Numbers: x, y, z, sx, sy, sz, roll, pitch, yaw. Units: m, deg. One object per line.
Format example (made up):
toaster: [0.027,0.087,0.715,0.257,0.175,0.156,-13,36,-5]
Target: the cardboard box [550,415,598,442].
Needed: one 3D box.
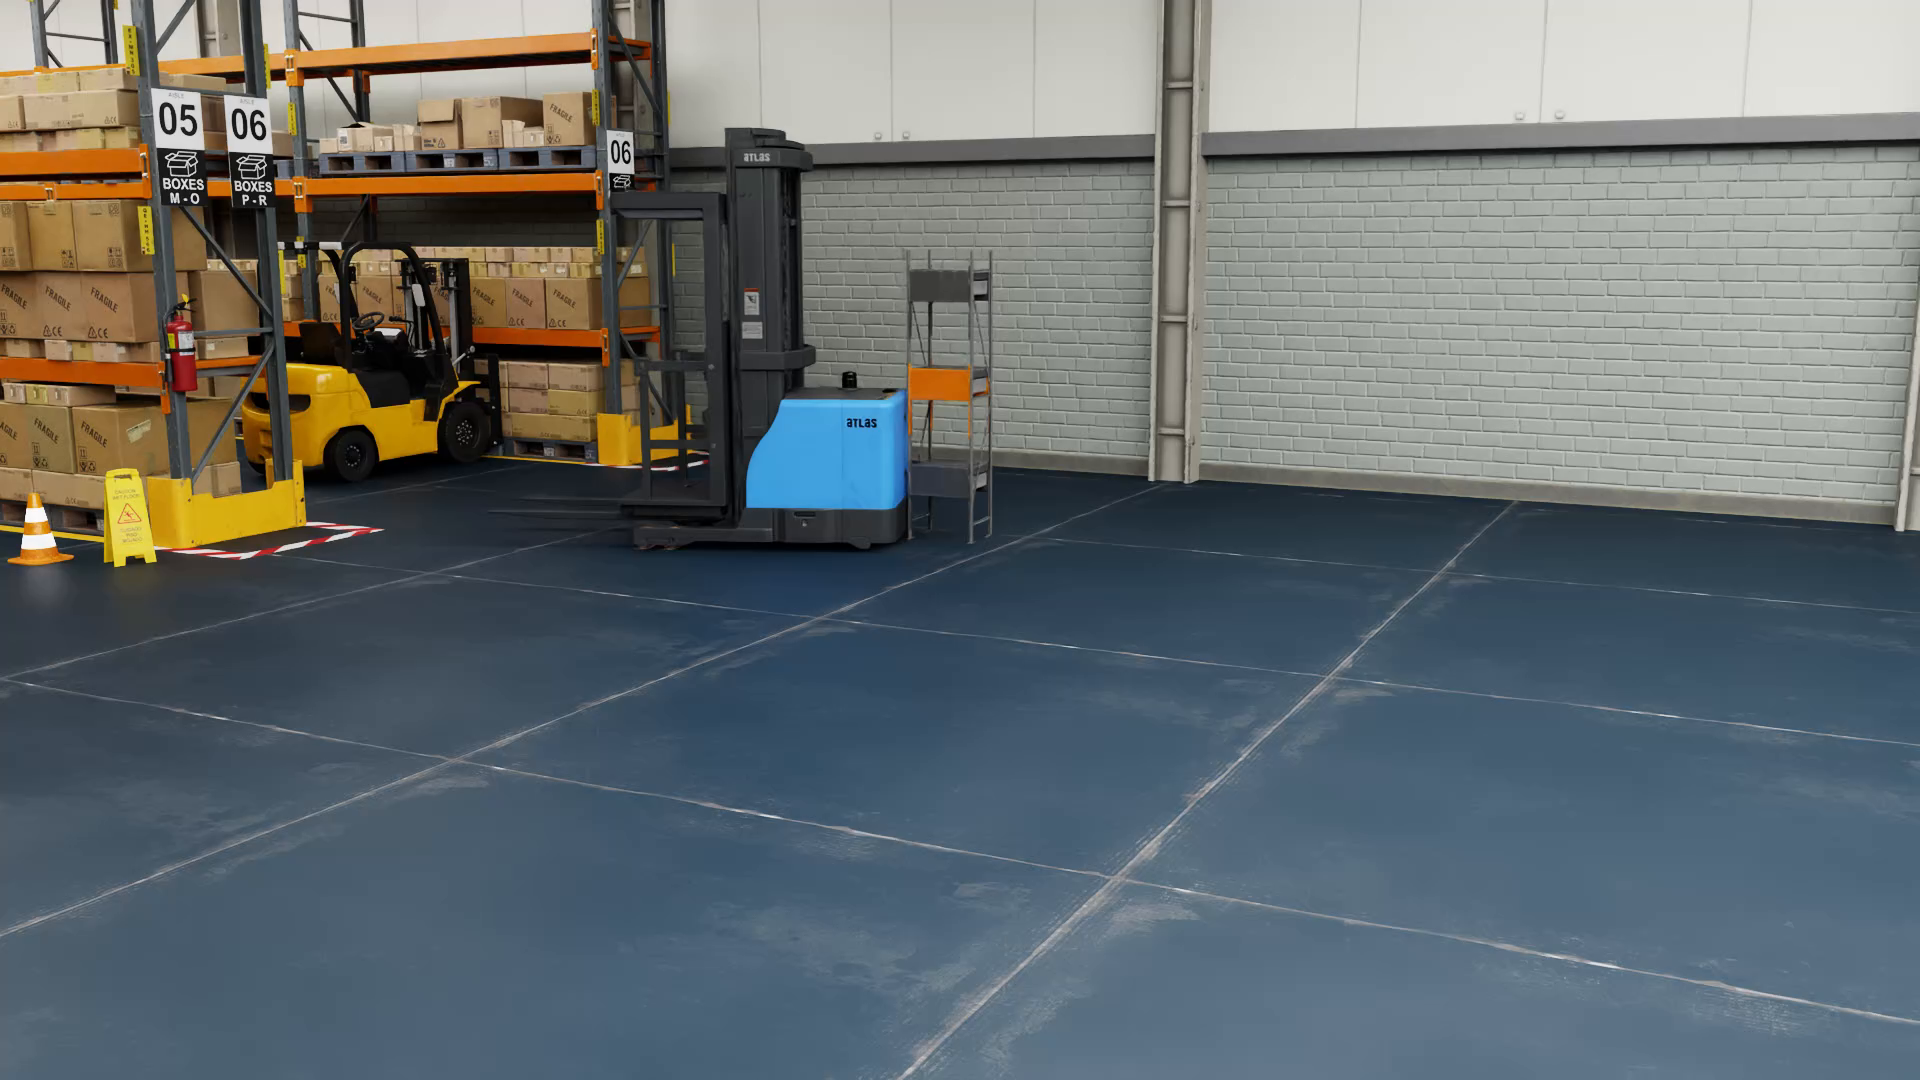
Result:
cardboard box: [-3.750,-1.143,16.665,0.500,0.250,0.500,5,11,26]

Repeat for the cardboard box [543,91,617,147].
cardboard box: [-3.694,-4.080,16.187,0.500,0.500,0.500,5,12,28]

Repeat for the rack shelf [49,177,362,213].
rack shelf: [-8.569,-3.898,18.941,4.000,0.370,1.077,5,11,26]

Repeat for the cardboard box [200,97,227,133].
cardboard box: [-5.715,-3.141,12.324,0.500,0.250,0.500,5,11,25]

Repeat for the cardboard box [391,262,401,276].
cardboard box: [-5.705,-2.831,17.348,0.250,0.149,0.380,5,11,25]

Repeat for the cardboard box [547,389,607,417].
cardboard box: [-3.764,-1.391,16.631,0.500,0.250,0.500,5,11,25]

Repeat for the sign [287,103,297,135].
sign: [-7.007,-4.416,17.449,0.005,0.325,0.100,5,11,26]

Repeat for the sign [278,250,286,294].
sign: [-5.142,-2.023,12.552,0.005,0.325,0.100,5,11,26]

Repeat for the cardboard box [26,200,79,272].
cardboard box: [-6.387,-2.244,12.283,0.500,0.500,0.700,5,11,26]

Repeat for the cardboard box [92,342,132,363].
cardboard box: [-6.088,-1.384,12.159,0.250,0.149,0.380,5,11,25]

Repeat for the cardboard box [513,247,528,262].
cardboard box: [-4.275,-2.875,16.753,0.250,0.149,0.380,5,11,26]

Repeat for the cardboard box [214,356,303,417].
cardboard box: [-7.941,-1.758,19.010,0.625,0.625,0.875,5,11,25]

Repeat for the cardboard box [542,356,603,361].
cardboard box: [-3.986,-1.755,17.241,0.500,0.250,0.500,5,11,26]

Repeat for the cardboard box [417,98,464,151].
cardboard box: [-5.076,-4.230,17.010,0.637,0.503,0.797,5,12,28]

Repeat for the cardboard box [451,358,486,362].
cardboard box: [-5.108,-1.754,17.231,0.500,0.250,0.500,5,11,25]

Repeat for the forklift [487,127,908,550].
forklift: [-1.910,-1.464,12.089,3.031,2.935,1.130,1,10,5]

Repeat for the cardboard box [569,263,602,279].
cardboard box: [-3.624,-2.654,16.369,0.250,0.149,0.380,5,11,27]

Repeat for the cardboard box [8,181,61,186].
cardboard box: [-10.931,-4.337,19.771,0.500,0.250,0.500,5,11,24]

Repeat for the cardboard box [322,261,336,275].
cardboard box: [-6.606,-2.919,17.836,0.250,0.149,0.380,5,11,25]

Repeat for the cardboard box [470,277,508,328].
cardboard box: [-4.667,-2.432,16.963,0.500,0.500,0.500,5,11,25]

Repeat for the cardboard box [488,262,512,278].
cardboard box: [-4.549,-2.734,16.814,0.250,0.149,0.380,5,11,24]

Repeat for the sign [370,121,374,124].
sign: [-6.532,-4.476,18.444,0.005,0.325,0.100,5,11,26]

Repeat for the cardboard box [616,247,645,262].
cardboard box: [-3.395,-2.878,16.774,0.250,0.149,0.380,5,11,25]

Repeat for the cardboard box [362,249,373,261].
cardboard box: [-6.114,-3.036,17.643,0.250,0.149,0.380,5,11,25]

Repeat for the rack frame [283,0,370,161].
rack frame: [-6.776,-5.570,17.739,0.127,3.000,1.000,5,11,26]

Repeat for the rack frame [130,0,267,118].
rack frame: [-5.382,-4.462,11.616,0.127,3.000,1.000,5,11,26]

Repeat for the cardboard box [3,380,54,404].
cardboard box: [-7.034,-1.133,12.681,0.250,0.149,0.380,6,12,28]

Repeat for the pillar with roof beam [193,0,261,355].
pillar with roof beam: [-10.700,-5.239,15.910,0.400,9.000,9.100,5,11,26]

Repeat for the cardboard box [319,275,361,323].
cardboard box: [-6.493,-2.591,17.841,0.500,0.500,0.500,5,11,24]

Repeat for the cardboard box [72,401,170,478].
cardboard box: [-6.216,-0.754,12.410,0.500,0.500,0.500,5,11,26]

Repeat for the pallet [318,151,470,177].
pallet: [-6.000,-3.988,17.666,1.213,0.211,1.003,5,11,26]

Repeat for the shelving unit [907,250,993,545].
shelving unit: [-0.071,-1.048,12.126,0.503,2.100,0.431,4,11,23]

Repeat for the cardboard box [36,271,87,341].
cardboard box: [-6.437,-1.744,12.330,0.500,0.500,0.500,5,11,26]

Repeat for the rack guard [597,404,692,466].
rack guard: [-3.167,-1.071,16.744,0.348,0.500,1.175,5,11,26]

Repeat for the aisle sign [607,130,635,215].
aisle sign: [-3.260,-3.530,16.013,0.004,0.787,0.394,5,11,26]

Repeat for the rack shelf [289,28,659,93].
rack shelf: [-4.982,-4.862,16.968,4.000,0.370,1.077,5,11,26]

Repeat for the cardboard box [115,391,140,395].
cardboard box: [-6.921,-0.923,13.345,0.500,0.500,0.500,5,12,27]

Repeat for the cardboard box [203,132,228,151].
cardboard box: [-5.535,-2.940,12.336,0.250,0.149,0.380,5,11,26]

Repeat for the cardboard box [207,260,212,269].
cardboard box: [-8.339,-3.074,18.690,0.250,0.149,0.380,5,11,26]

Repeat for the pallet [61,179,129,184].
pallet: [-9.715,-4.277,19.548,1.003,0.211,1.213,6,12,28]

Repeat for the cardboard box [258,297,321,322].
cardboard box: [-7.344,-2.542,18.276,0.500,0.250,0.500,5,12,27]

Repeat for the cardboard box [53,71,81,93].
cardboard box: [-6.267,-3.278,11.962,0.250,0.149,0.380,5,11,25]

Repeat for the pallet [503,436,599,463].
pallet: [-3.893,-0.984,17.076,1.213,0.211,1.003,5,11,26]

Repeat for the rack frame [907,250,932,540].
rack frame: [-0.296,-1.065,12.220,0.015,2.100,0.400,4,11,23]

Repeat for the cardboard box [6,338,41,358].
cardboard box: [-6.990,-1.471,12.642,0.250,0.149,0.380,5,11,25]

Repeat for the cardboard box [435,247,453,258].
cardboard box: [-5.200,-2.955,17.196,0.250,0.149,0.380,5,11,26]

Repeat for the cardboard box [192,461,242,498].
cardboard box: [-5.983,-0.471,12.953,0.500,0.250,0.500,5,11,25]

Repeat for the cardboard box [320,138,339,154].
cardboard box: [-6.508,-4.143,17.519,0.250,0.149,0.380,5,12,27]

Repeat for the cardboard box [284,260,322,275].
cardboard box: [-7.180,-2.978,18.160,0.250,0.149,0.380,5,12,28]

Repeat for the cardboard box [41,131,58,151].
cardboard box: [-6.484,-2.917,12.208,0.250,0.149,0.380,5,11,26]

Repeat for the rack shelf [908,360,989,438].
rack shelf: [-0.071,-1.035,12.128,0.480,0.518,0.431,4,11,23]
